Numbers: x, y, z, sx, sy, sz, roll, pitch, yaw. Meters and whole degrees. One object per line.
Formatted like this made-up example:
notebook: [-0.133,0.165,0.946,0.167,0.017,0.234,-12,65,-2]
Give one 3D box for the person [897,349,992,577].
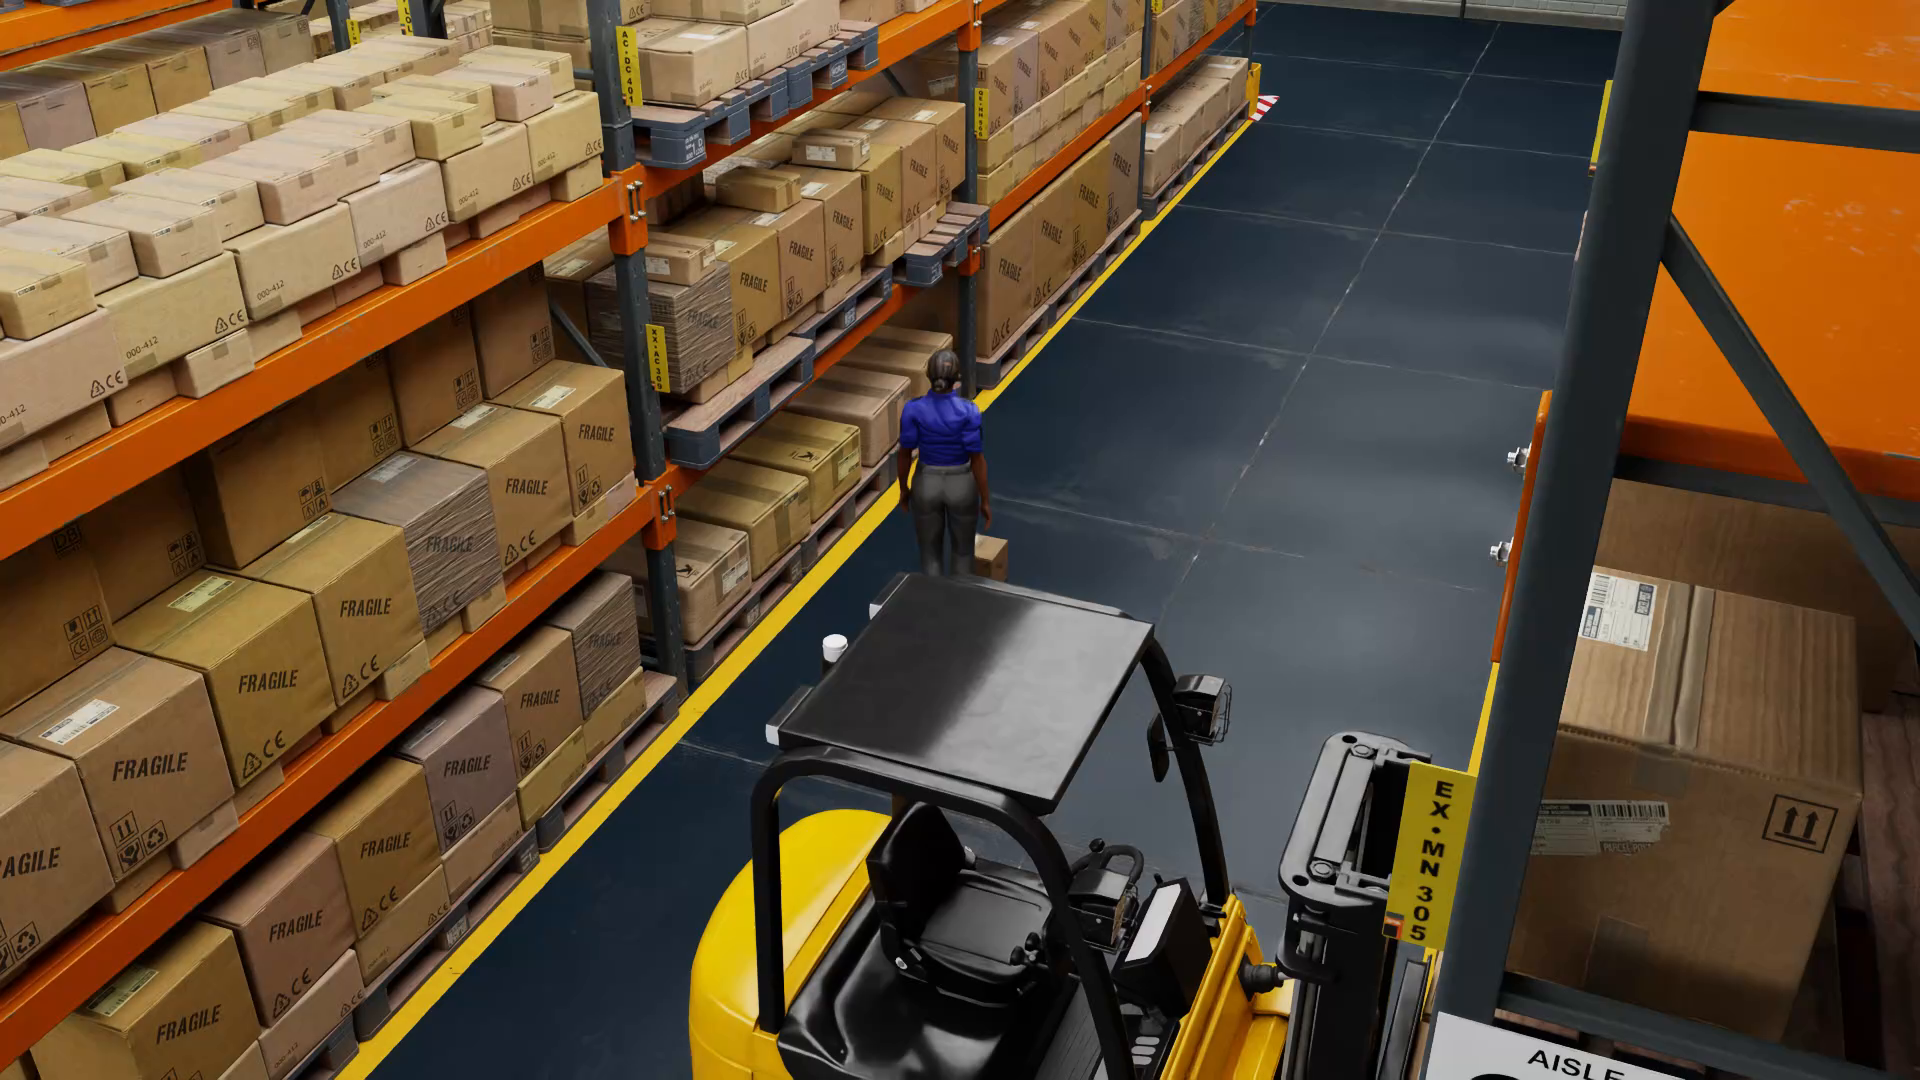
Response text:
person: [-0.071,-0.239,8.784,0.489,1.659,0.371,2,30,4]
